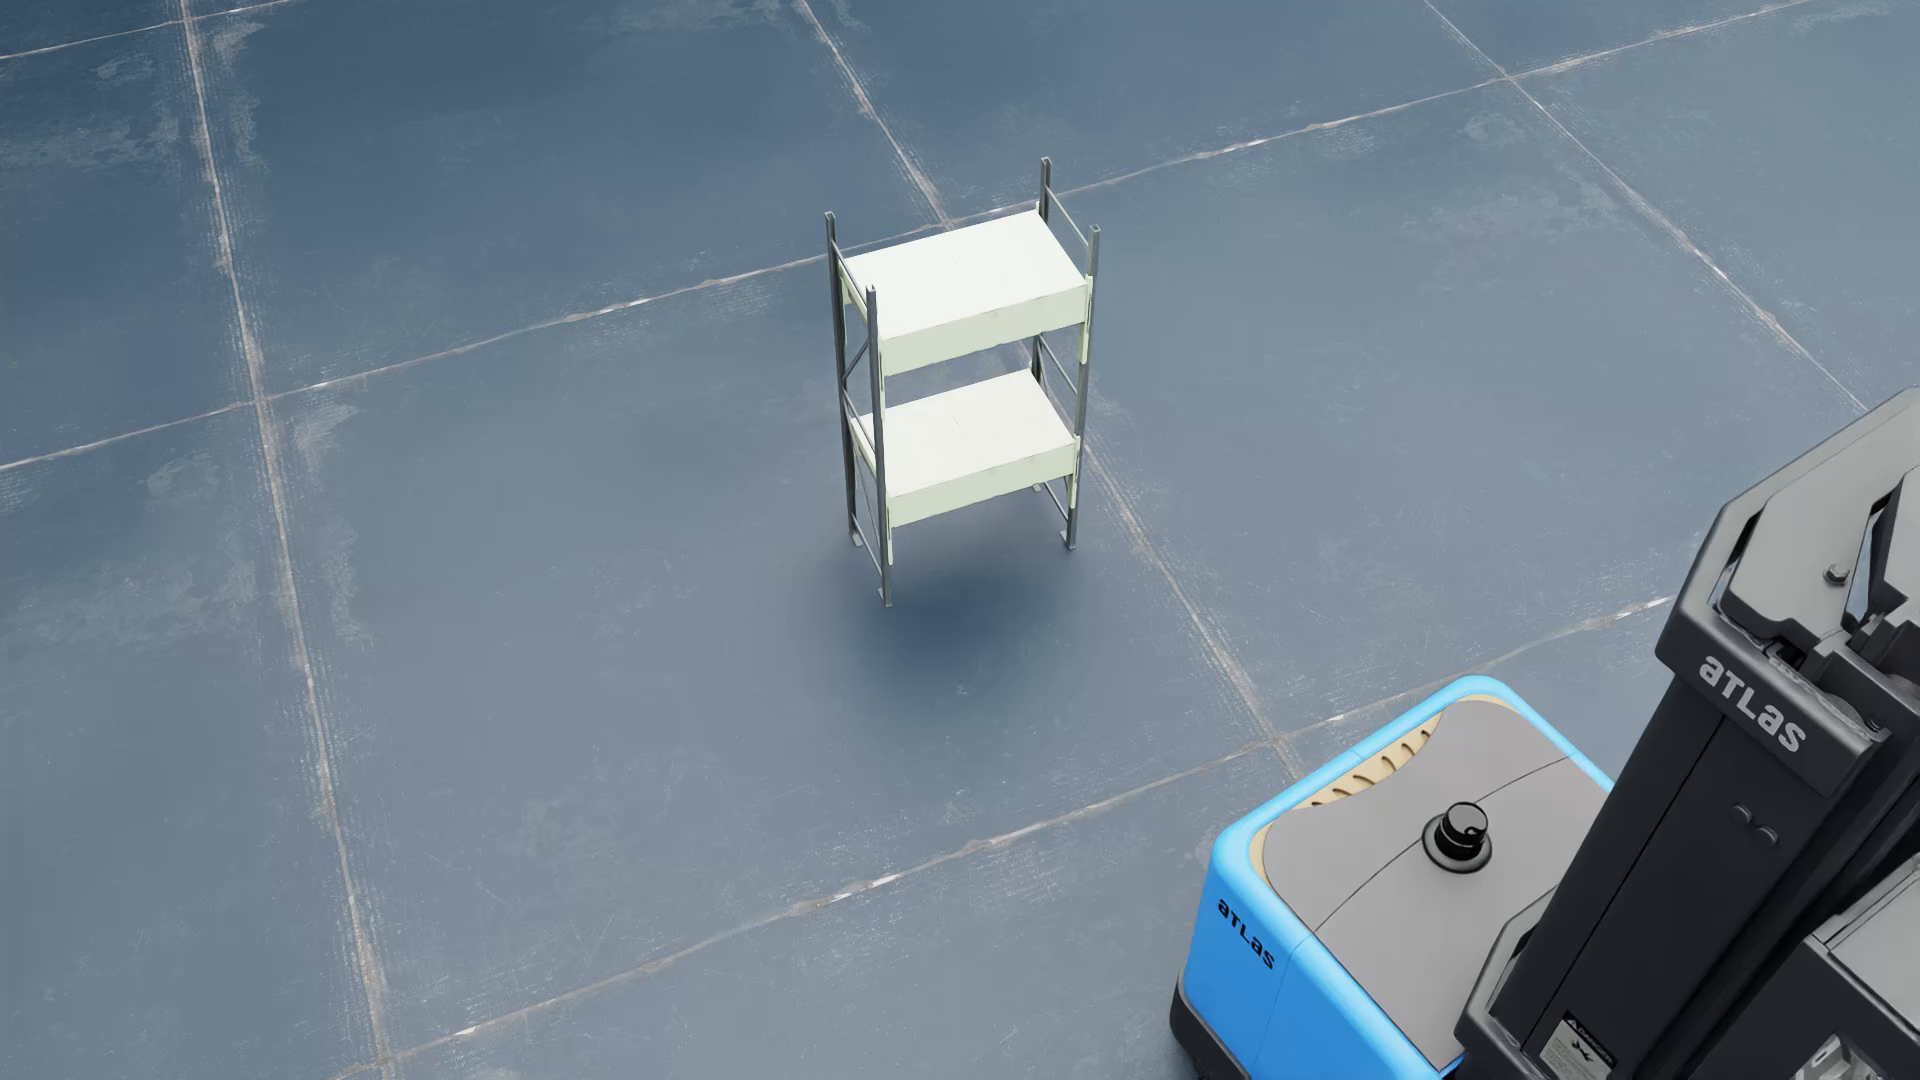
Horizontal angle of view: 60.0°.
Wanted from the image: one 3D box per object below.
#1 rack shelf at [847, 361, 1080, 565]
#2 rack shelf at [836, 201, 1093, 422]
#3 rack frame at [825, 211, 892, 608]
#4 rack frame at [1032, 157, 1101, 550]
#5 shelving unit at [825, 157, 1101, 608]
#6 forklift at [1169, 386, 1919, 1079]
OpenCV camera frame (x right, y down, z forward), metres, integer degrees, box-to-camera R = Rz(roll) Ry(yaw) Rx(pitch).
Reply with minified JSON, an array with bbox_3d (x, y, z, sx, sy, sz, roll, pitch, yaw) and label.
[{"bbox_3d":[0.006,-0.278,5.930,0.720,0.370,0.431,-17,52,-14],"label":"rack shelf"},{"bbox_3d":[0.006,-0.745,5.387,0.720,0.370,0.431,-17,52,-14],"label":"rack shelf"},{"bbox_3d":[-0.333,-0.386,5.593,0.023,1.500,0.400,-17,52,-14],"label":"rack frame"},{"bbox_3d":[0.345,-0.596,5.773,0.023,1.500,0.400,-17,52,-14],"label":"rack frame"},{"bbox_3d":[0.006,-0.491,5.683,0.755,1.500,0.431,-17,52,-14],"label":"shelving unit"},{"bbox_3d":[1.869,1.220,3.270,1.130,2.935,3.031,-27,55,-22],"label":"forklift"}]
